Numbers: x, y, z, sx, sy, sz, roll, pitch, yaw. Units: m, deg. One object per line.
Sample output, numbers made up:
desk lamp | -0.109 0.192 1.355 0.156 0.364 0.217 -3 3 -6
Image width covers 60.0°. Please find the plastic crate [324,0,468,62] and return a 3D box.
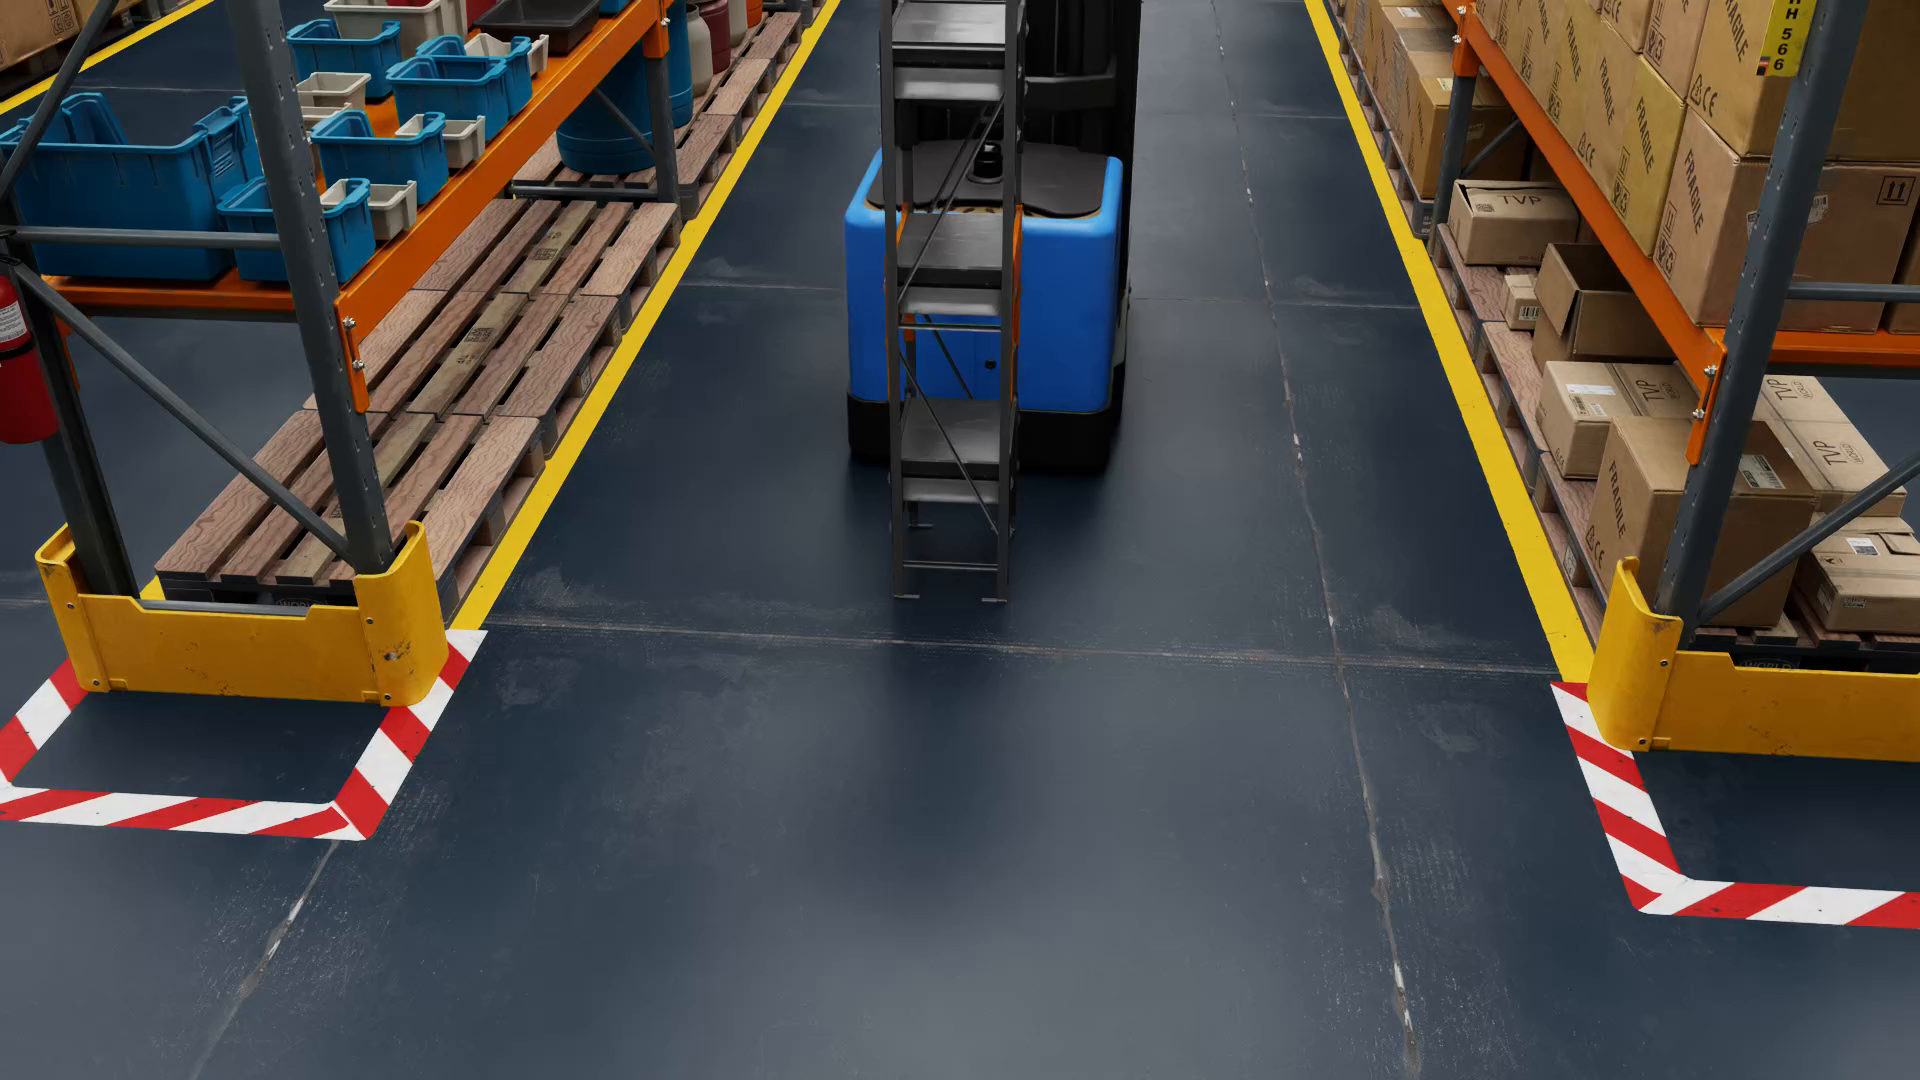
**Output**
plastic crate | -2.309 -2.137 6.915 0.437 0.282 0.530 2 32 4

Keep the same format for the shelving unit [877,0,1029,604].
shelving unit | -0.014 -0.807 5.559 0.431 2.100 0.503 2 32 4

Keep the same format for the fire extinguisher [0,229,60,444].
fire extinguisher | -2.792 -0.610 4.810 0.296 0.674 0.183 2 32 4

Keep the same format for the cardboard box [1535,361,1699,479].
cardboard box | 2.516 -0.455 6.330 0.500 0.250 0.500 2 32 4

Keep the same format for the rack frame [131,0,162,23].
rack frame | -6.612 -5.256 11.920 1.000 3.000 0.127 2 32 4

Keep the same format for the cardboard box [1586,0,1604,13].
cardboard box | 2.492 -2.165 5.855 0.500 0.500 0.500 3 32 6

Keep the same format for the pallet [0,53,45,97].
pallet | -6.853 -3.024 10.955 1.003 0.211 1.213 2 32 4

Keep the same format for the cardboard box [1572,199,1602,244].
cardboard box | 3.172 -1.552 7.873 0.500 0.500 0.500 2 32 4

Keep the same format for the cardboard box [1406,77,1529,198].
cardboard box | 2.690 -2.133 8.815 0.500 0.500 0.500 2 32 4

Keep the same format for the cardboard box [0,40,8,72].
cardboard box | -6.833 -3.242 10.276 1.225 0.875 0.875 1 32 2

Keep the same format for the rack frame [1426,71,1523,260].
rack frame | 2.936 -2.739 7.836 1.000 3.000 0.127 2 32 4

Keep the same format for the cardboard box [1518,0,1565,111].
cardboard box | 2.541 -1.998 6.537 0.500 0.500 0.500 2 32 4

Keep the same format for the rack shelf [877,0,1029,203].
rack shelf | -0.014 -1.392 5.199 0.431 0.518 0.480 2 32 4

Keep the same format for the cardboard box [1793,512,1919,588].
cardboard box | 3.007 0.036 5.614 0.380 0.166 0.250 2 32 4

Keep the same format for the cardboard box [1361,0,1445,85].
cardboard box | 2.857 -3.192 10.534 0.500 0.500 0.500 2 32 3

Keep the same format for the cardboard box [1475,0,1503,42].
cardboard box | 2.623 -2.527 7.396 0.500 0.500 0.500 3 32 5

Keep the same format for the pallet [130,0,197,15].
pallet | -6.547 -4.478 13.314 1.003 0.211 1.213 2 32 4

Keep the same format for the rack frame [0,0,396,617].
rack frame | -2.327 -0.861 4.789 1.000 3.000 0.127 2 32 4

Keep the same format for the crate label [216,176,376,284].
crate label | -1.978 -0.931 5.003 0.416 0.233 0.303 2 32 4

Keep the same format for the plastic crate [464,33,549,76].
plastic crate | -1.843 -1.943 6.738 0.293 0.136 0.466 2 32 4

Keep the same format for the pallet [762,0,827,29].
pallet | -1.573 -4.261 12.963 1.003 0.211 1.213 2 32 4

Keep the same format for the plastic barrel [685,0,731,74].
plastic barrel | -1.790 -3.350 10.725 0.600 0.588 0.708 2 32 4

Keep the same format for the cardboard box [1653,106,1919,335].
cardboard box | 2.375 -0.936 4.815 0.500 0.500 0.500 3 32 5

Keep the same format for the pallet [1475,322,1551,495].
pallet | 2.782 -0.553 6.947 1.003 0.211 1.213 2 32 4

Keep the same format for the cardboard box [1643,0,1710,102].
cardboard box | 2.413 -1.625 4.979 0.500 0.500 0.500 3 32 5

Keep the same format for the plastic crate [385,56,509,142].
plastic crate | -1.871 -1.619 6.121 0.416 0.233 0.300 2 32 4

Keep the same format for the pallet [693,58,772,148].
pallet | -1.800 -2.807 10.604 1.003 0.211 1.213 2 32 4

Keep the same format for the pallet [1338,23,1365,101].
pallet | 3.163 -3.255 11.331 1.003 0.211 1.213 2 32 4

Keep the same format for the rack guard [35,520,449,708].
rack guard | -2.316 0.216 5.423 1.175 0.500 0.348 2 32 4

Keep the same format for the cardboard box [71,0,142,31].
cardboard box | -6.689 -4.170 11.783 1.225 0.875 0.875 1 32 2

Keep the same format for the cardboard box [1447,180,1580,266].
cardboard box | 2.686 -1.572 8.085 0.500 0.311 0.500 2 32 4

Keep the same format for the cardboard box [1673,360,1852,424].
cardboard box | 3.019 -0.460 6.338 0.500 0.250 0.500 2 32 4

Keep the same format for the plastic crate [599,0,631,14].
plastic crate | -1.699 -2.713 7.751 0.392 0.384 0.575 2 32 4

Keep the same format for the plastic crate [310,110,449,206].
plastic crate | -1.925 -1.275 5.562 0.416 0.233 0.300 2 32 4

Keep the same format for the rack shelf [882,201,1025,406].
rack shelf | -0.013 -0.796 5.566 0.431 0.518 0.480 2 32 4

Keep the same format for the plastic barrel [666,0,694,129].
plastic barrel | -1.882 -2.892 9.684 0.600 0.901 0.708 2 32 4

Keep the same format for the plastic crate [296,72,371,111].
plastic crate | -2.399 -1.662 6.282 0.298 0.136 0.250 2 32 4

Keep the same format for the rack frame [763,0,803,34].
rack frame | -1.675 -5.045 11.577 1.000 3.000 0.127 2 32 4

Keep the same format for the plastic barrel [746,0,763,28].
plastic barrel | -1.698 -4.043 11.619 0.600 0.830 0.708 2 32 4

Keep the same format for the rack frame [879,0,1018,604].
rack frame | -0.033 -0.680 5.352 0.400 2.100 0.015 2 32 4

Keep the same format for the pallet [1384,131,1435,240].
pallet | 2.964 -1.979 9.260 1.003 0.211 1.213 2 32 4

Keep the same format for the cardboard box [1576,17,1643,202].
cardboard box | 2.460 -1.468 5.678 0.500 0.500 0.500 3 32 4

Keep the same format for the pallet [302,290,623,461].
pallet | -2.119 -0.740 7.250 1.003 0.211 1.213 2 32 4

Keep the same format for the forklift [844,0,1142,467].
forklift | 0.241 -2.288 7.169 1.130 2.935 3.031 4 32 6

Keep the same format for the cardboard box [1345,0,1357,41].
cardboard box | 2.940 -3.728 11.404 0.500 0.500 0.500 4 32 6

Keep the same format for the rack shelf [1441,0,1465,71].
rack shelf | 3.099 -3.479 9.722 1.077 0.370 4.000 2 32 4

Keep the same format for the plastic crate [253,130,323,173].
plastic crate | -2.403 -1.360 5.791 0.396 0.136 0.243 2 32 4

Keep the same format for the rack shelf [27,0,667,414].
rack shelf | -2.164 -1.601 6.674 1.077 0.370 4.000 2 32 4

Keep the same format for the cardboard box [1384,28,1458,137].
cardboard box | 2.780 -2.653 9.659 0.500 0.500 0.500 3 32 5
